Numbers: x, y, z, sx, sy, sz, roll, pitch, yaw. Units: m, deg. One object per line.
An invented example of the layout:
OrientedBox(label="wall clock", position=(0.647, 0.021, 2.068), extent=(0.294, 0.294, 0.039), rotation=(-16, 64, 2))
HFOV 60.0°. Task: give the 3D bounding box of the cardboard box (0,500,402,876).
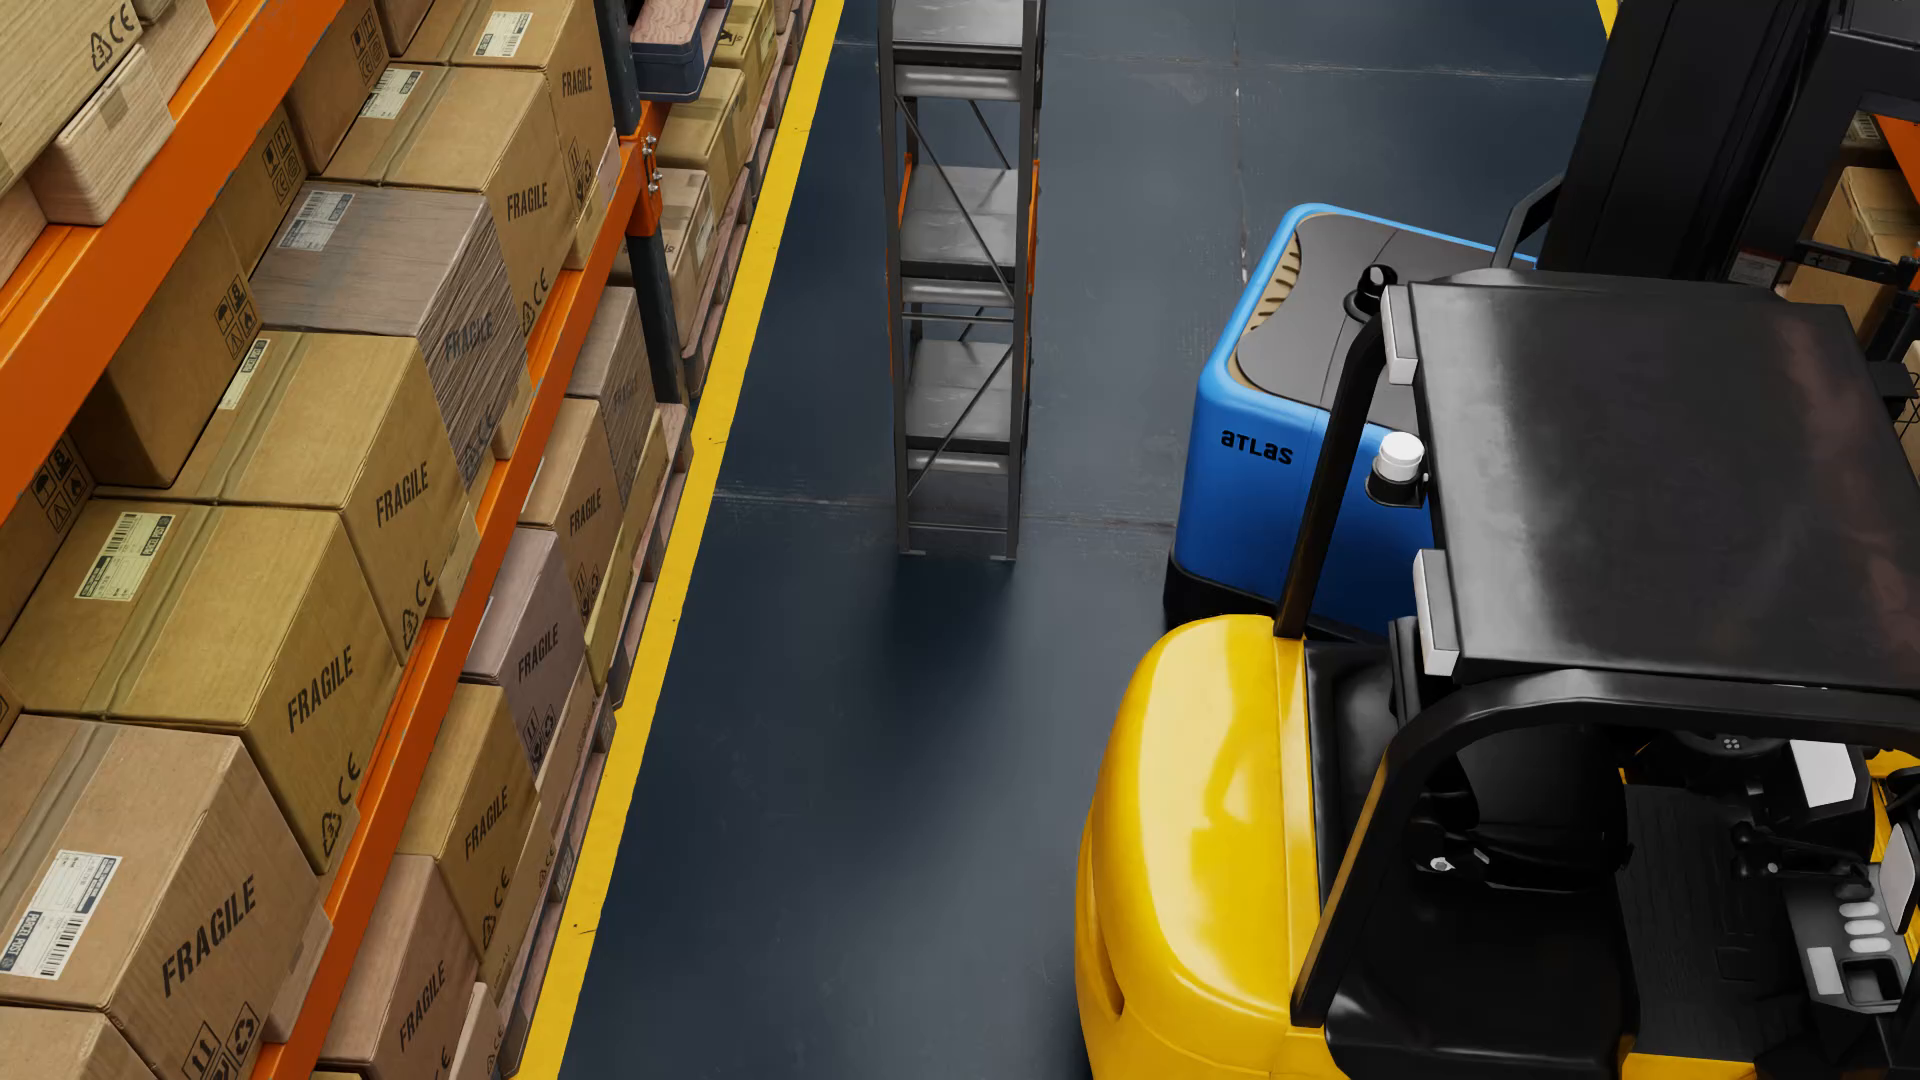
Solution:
OrientedBox(label="cardboard box", position=(-1.447, 0.283, 3.189), extent=(0.500, 0.500, 0.500), rotation=(3, 48, 3))

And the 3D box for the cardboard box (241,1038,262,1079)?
OrientedBox(label="cardboard box", position=(-1.504, 0.975, 2.995), extent=(0.380, 0.149, 0.250), rotation=(2, 48, 2))

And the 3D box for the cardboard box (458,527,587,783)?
OrientedBox(label="cardboard box", position=(-1.367, 0.298, 4.516), extent=(0.500, 0.500, 0.500), rotation=(6, 48, 6))

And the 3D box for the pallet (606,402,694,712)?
OrientedBox(label="pallet", position=(-1.517, 0.000, 5.607), extent=(1.003, 0.211, 1.213), rotation=(4, 48, 4))

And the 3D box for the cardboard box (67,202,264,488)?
OrientedBox(label="cardboard box", position=(-1.845, -0.470, 3.200), extent=(0.700, 0.500, 0.500), rotation=(4, 48, 3))

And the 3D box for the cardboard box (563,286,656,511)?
OrientedBox(label="cardboard box", position=(-1.277, -0.451, 5.200), extent=(0.500, 0.500, 0.500), rotation=(3, 48, 3))

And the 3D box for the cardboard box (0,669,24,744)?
OrientedBox(label="cardboard box", position=(-1.972, 0.269, 2.524), extent=(0.700, 0.500, 0.500), rotation=(4, 48, 4))

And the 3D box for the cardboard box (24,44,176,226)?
OrientedBox(label="cardboard box", position=(-1.388, -0.597, 2.401), extent=(0.380, 0.149, 0.250), rotation=(4, 48, 4))

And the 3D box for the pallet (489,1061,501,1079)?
OrientedBox(label="pallet", position=(-1.739, 1.793, 3.967), extent=(1.003, 0.211, 1.213), rotation=(4, 48, 4))

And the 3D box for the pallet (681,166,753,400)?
OrientedBox(label="pallet", position=(-1.421, -1.068, 6.584), extent=(1.003, 0.211, 1.213), rotation=(4, 48, 4))

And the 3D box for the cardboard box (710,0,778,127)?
OrientedBox(label="cardboard box", position=(-1.321, -2.117, 7.150), extent=(0.950, 0.372, 0.625), rotation=(5, 48, 5))

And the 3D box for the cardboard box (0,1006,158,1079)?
OrientedBox(label="cardboard box", position=(-1.536, 1.039, 2.498), extent=(0.500, 0.500, 0.500), rotation=(3, 48, 3))

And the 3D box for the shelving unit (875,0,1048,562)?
OrientedBox(label="shelving unit", position=(0.015, -0.830, 5.086), extent=(0.431, 2.100, 0.503), rotation=(4, 48, 4))

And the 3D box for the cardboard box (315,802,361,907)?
OrientedBox(label="cardboard box", position=(-1.445, 0.600, 3.339), extent=(0.380, 0.149, 0.250), rotation=(5, 48, 5))

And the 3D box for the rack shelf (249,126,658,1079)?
OrientedBox(label="rack shelf", position=(-1.673, 0.275, 3.953), extent=(1.077, 0.370, 4.000), rotation=(4, 48, 4))

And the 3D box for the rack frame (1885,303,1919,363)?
OrientedBox(label="rack frame", position=(3.453, -1.106, 4.729), extent=(1.000, 3.000, 0.127), rotation=(4, 48, 4))

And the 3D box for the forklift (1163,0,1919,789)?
OrientedBox(label="forklift", position=(2.229, -0.587, 4.301), extent=(3.031, 2.935, 1.130), rotation=(18, 50, 16))

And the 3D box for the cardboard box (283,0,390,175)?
OrientedBox(label="cardboard box", position=(-1.815, -1.226, 3.892), extent=(0.700, 0.500, 0.500), rotation=(4, 48, 4))

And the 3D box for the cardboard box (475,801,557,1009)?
OrientedBox(label="cardboard box", position=(-1.415, 0.938, 4.438), extent=(0.500, 0.250, 0.500), rotation=(7, 48, 6))

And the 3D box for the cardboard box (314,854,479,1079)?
OrientedBox(label="cardboard box", position=(-1.461, 1.059, 3.819), extent=(0.500, 0.500, 0.500), rotation=(2, 48, 2))

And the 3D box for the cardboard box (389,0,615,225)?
OrientedBox(label="cardboard box", position=(-1.283, -1.228, 4.571), extent=(0.500, 0.500, 0.500), rotation=(3, 48, 3))

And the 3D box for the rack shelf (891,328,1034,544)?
OrientedBox(label="rack shelf", position=(0.015, -0.349, 5.613), extent=(0.431, 0.518, 0.480), rotation=(4, 48, 4))

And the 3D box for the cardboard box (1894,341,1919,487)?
OrientedBox(label="cardboard box", position=(3.096, -0.323, 4.914), extent=(0.500, 0.250, 0.500), rotation=(3, 48, 3))

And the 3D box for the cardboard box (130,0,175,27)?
OrientedBox(label="cardboard box", position=(-1.400, -1.037, 2.533), extent=(0.500, 0.250, 0.500), rotation=(5, 48, 4))

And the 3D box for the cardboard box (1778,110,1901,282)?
OrientedBox(label="cardboard box", position=(3.568, -1.400, 6.323), extent=(0.875, 0.625, 0.625), rotation=(3, 48, 3))

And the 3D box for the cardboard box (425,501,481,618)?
OrientedBox(label="cardboard box", position=(-1.346, 0.029, 3.861), extent=(0.380, 0.149, 0.250), rotation=(4, 48, 4))

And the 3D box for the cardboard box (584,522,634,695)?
OrientedBox(label="cardboard box", position=(-1.315, 0.194, 5.119), extent=(0.500, 0.250, 0.500), rotation=(3, 48, 2))

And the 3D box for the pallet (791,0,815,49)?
OrientedBox(label="pallet", position=(-1.199, -2.861, 8.224), extent=(1.003, 0.211, 1.213), rotation=(4, 48, 4))

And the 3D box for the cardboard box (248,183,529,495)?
OrientedBox(label="cardboard box", position=(-1.366, -0.468, 3.876), extent=(0.500, 0.500, 0.500), rotation=(5, 48, 5))

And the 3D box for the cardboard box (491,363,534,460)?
OrientedBox(label="cardboard box", position=(-1.306, -0.349, 4.207), extent=(0.380, 0.149, 0.250), rotation=(3, 48, 3))

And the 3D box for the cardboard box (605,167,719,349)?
OrientedBox(label="cardboard box", position=(-1.445, -1.078, 6.199), extent=(0.950, 0.372, 0.625), rotation=(4, 48, 4))

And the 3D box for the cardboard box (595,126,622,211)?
OrientedBox(label="cardboard box", position=(-1.216, -1.096, 4.890), extent=(0.380, 0.149, 0.250), rotation=(3, 48, 3))

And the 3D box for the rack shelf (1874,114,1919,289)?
OrientedBox(label="rack shelf", position=(3.635, -2.333, 6.339), extent=(1.077, 0.370, 4.000), rotation=(4, 48, 4))

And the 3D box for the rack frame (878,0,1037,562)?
OrientedBox(label="rack frame", position=(-0.007, -0.651, 4.922), extent=(0.400, 2.100, 0.015), rotation=(4, 48, 4))

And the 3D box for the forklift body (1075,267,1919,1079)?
OrientedBox(label="forklift body", position=(1.444, 0.604, 3.740), extent=(2.313, 2.155, 1.214), rotation=(4, 48, 4))

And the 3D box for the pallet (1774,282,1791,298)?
OrientedBox(label="pallet", position=(3.481, -0.709, 6.255), extent=(1.003, 0.211, 1.213), rotation=(4, 48, 4))
